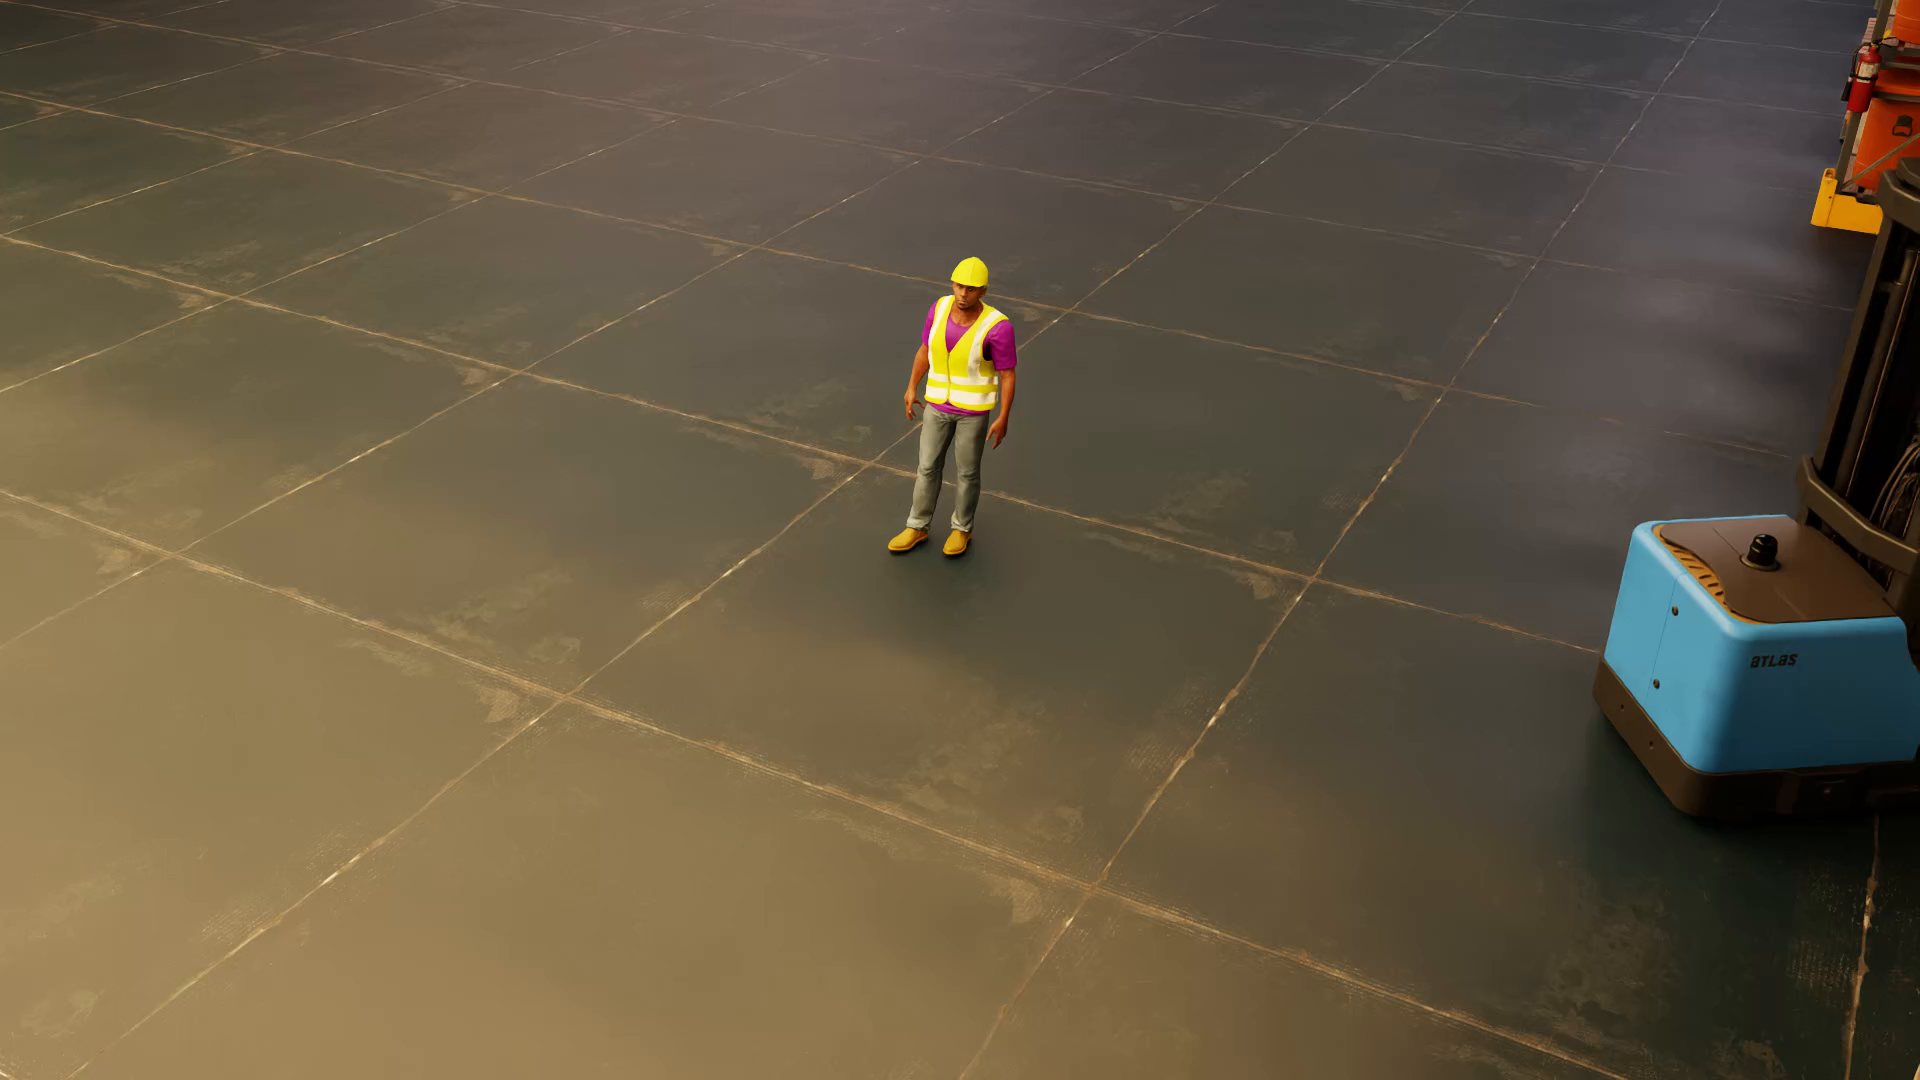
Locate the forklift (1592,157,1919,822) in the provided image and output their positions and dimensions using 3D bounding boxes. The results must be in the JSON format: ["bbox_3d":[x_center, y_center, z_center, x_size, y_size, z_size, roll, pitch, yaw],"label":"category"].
[{"bbox_3d":[4.774,-0.269,7.536,3.031,2.935,1.130,-3,30,-5],"label":"forklift"}]

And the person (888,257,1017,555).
[{"bbox_3d":[-0.039,-0.743,9.508,0.665,1.765,0.577,15,33,25],"label":"person"}]
